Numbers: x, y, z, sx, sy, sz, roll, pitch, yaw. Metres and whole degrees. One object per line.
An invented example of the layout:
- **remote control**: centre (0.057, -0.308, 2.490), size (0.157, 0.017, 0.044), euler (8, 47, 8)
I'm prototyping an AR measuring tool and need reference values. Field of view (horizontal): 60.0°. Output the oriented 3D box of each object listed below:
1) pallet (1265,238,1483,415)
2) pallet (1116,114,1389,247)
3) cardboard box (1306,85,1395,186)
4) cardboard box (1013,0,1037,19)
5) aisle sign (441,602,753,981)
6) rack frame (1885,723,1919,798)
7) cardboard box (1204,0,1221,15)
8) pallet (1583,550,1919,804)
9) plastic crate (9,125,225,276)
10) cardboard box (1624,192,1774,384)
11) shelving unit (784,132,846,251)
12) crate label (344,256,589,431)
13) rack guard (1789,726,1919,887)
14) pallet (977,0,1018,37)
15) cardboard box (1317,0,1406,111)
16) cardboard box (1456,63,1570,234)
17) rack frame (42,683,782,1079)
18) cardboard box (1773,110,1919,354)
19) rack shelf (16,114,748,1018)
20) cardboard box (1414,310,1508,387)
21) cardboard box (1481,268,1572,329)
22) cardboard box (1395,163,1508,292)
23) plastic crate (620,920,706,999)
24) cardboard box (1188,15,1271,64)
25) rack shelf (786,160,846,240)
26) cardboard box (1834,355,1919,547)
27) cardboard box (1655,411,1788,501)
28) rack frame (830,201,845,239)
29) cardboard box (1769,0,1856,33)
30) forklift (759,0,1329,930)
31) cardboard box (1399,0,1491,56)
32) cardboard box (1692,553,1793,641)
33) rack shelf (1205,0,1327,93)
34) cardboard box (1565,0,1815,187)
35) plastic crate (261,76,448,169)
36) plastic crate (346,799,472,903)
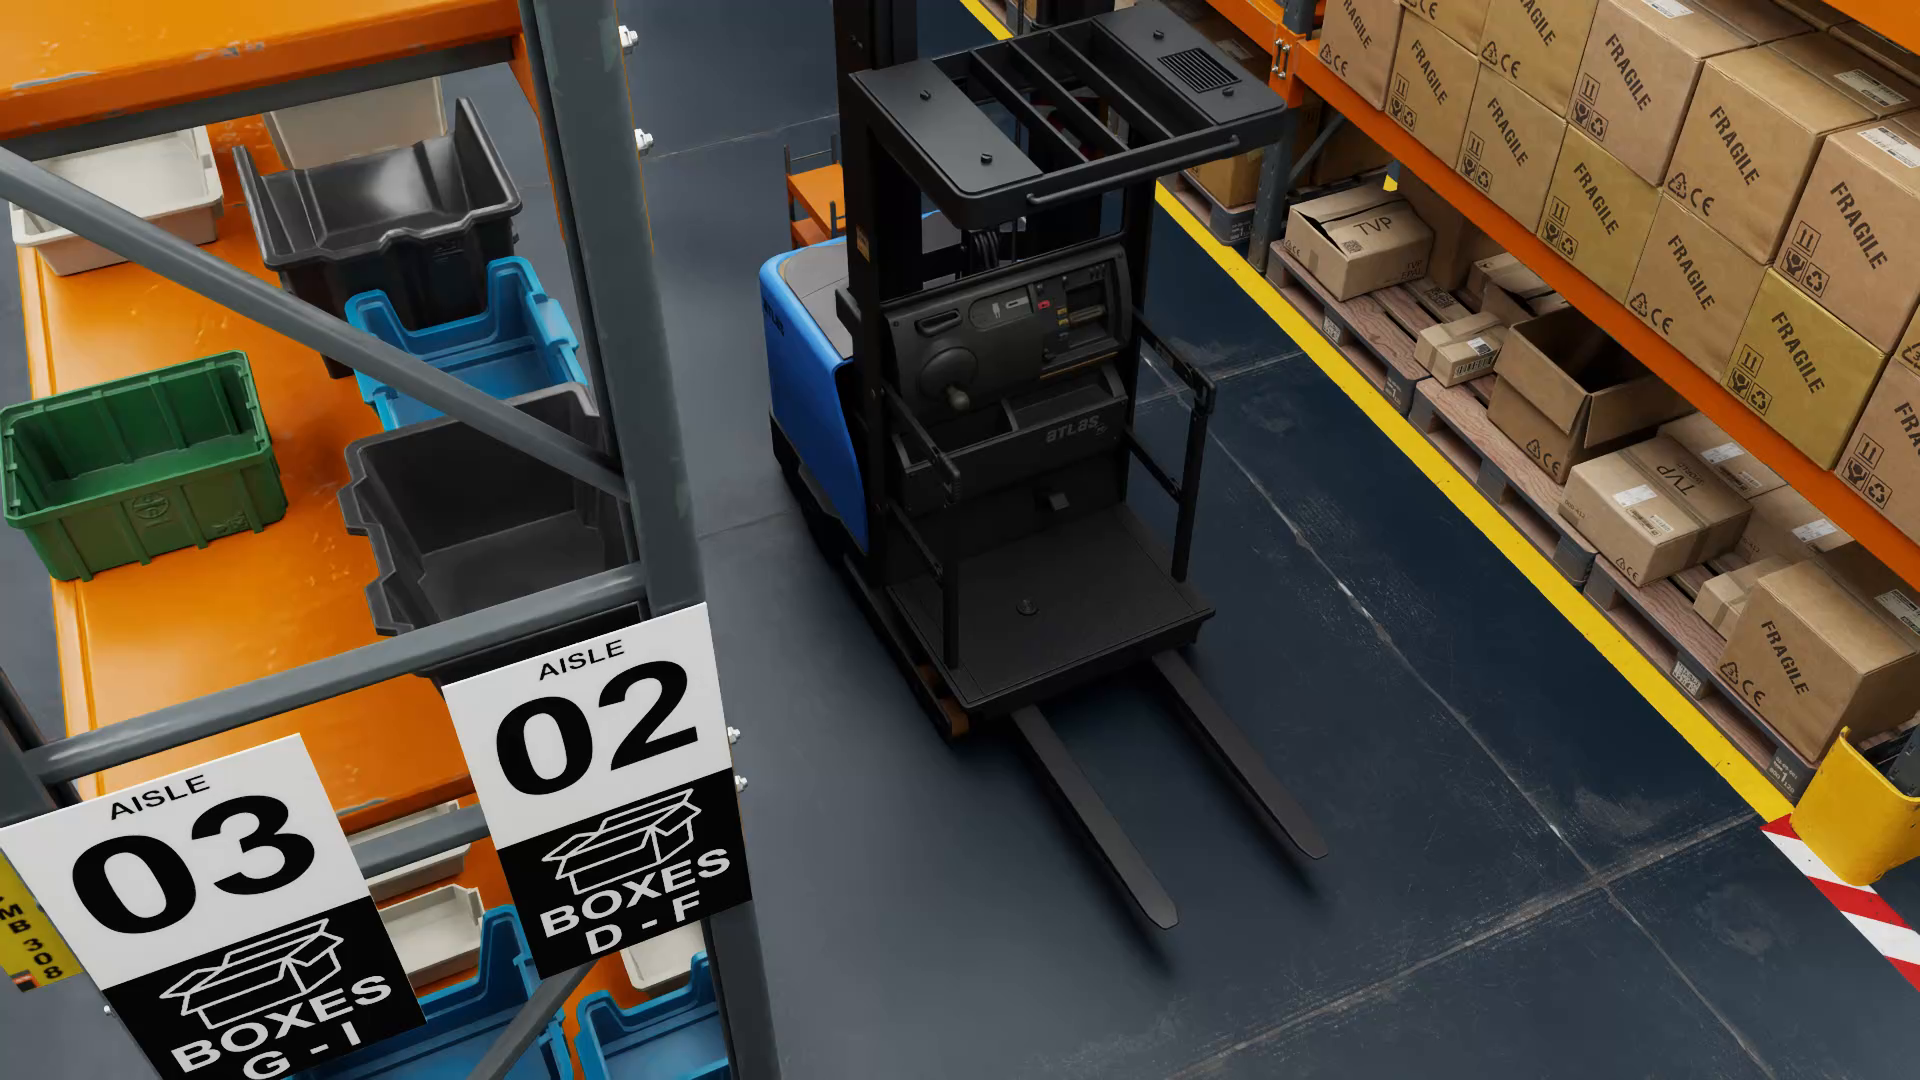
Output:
- **pallet**: centre (2.245, -1.180, 8.164), size (1.003, 0.211, 1.213), euler (-18, 47, -17)
- **pallet**: centre (1.581, -2.125, 9.122), size (1.003, 0.211, 1.213), euler (-18, 47, -17)
- **cardboard box**: centre (1.975, -2.257, 8.737), size (0.500, 0.500, 0.500), euler (-20, 48, -19)
- **cardboard box**: centre (0.639, -3.399, 9.894), size (0.500, 0.500, 0.500), euler (-19, 48, -18)
- **aisle sign**: centre (-0.557, 0.432, 2.694), size (0.394, 0.787, 0.004), euler (-18, 47, -17)
- **rack frame**: centre (3.639, -0.061, 5.045), size (1.000, 3.000, 0.127), euler (-18, 47, -17)
- **cardboard box**: centre (1.537, -2.915, 9.403), size (0.500, 0.500, 0.500), euler (-17, 47, -17)
- **pallet**: centre (3.271, 0.375, 6.588), size (1.003, 0.211, 1.213), euler (-18, 47, -17)
- **plastic crate**: centre (-1.951, -0.818, 3.864), size (0.437, 0.136, 0.530), euler (-18, 47, -17)
- **cardboard box**: centre (2.778, -0.951, 5.876), size (0.500, 0.500, 0.500), euler (-18, 47, -17)
- **shelving unit**: centre (-0.536, -1.145, 7.425), size (0.258, 1.200, 0.503), euler (-20, 48, -19)
- **crate label**: centre (-0.952, -0.299, 3.256), size (0.408, 0.251, 0.502), euler (-18, 47, -17)
- **rack guard**: centre (3.607, 0.780, 5.972), size (1.175, 0.500, 0.348), euler (-18, 47, -17)
- **pallet**: centre (0.555, -3.680, 10.698), size (1.003, 0.211, 1.213), euler (-18, 47, -17)
- **cardboard box**: centre (1.924, -2.241, 7.183), size (0.500, 0.500, 0.500), euler (-17, 47, -16)
- **cardboard box**: centre (2.351, -1.596, 6.529), size (0.500, 0.500, 0.500), euler (-18, 47, -18)
- **rack frame**: centre (-0.857, 1.399, 3.565), size (1.000, 3.000, 0.127), euler (-18, 47, -17)
- **cardboard box**: centre (2.989, -0.977, 5.190), size (0.500, 0.500, 0.500), euler (-17, 47, -16)
- **rack shelf**: centre (-1.698, -0.687, 4.056), size (1.077, 0.370, 4.000), euler (-18, 47, -17)
- **cardboard box**: centre (2.310, -0.879, 7.578), size (0.380, 0.166, 0.250), euler (-18, 47, -17)
- **cardboard box**: centre (2.769, -1.052, 7.651), size (0.500, 0.311, 0.500), euler (-18, 47, -17)
- **cardboard box**: centre (2.454, -1.598, 8.069), size (0.500, 0.500, 0.500), euler (-18, 47, -17)
- **plastic crate**: centre (-0.722, 0.988, 4.127), size (0.250, 0.136, 0.298), euler (-18, 47, -17)
- **cardboard box**: centre (1.289, -2.424, 8.907), size (0.500, 0.500, 0.500), euler (-18, 47, -17)
- **rack shelf**: centre (-0.536, -1.425, 7.149), size (0.258, 0.148, 0.480), euler (-20, 48, -19)
- **cardboard box**: centre (3.204, -0.302, 5.218), size (0.500, 0.500, 0.500), euler (-17, 47, -16)
- **cardboard box**: centre (3.247, -0.307, 6.938), size (0.500, 0.250, 0.500), euler (-18, 47, -17)
- **rack frame**: centre (-0.425, -0.993, 7.270), size (0.240, 1.200, 0.015), euler (-20, 48, -19)
- **cardboard box**: centre (3.045, -1.788, 6.012), size (0.500, 0.500, 0.500), euler (-18, 48, -18)
- **forklift**: centre (0.286, -0.650, 5.690), size (1.130, 2.935, 3.031), euler (-20, 48, -19)
- **cardboard box**: centre (2.117, -2.290, 6.521), size (0.500, 0.500, 0.500), euler (-19, 48, -19)
- **cardboard box**: centre (3.098, 0.232, 6.452), size (0.380, 0.166, 0.250), euler (-18, 47, -17)
- **rack shelf**: centre (1.116, -3.629, 9.173), size (1.077, 0.370, 4.000), euler (-18, 47, -17)
- **cardboard box**: centre (2.551, -1.633, 5.855), size (0.500, 0.500, 0.500), euler (-17, 47, -16)
- **plastic crate**: centre (-1.509, -1.130, 4.077), size (0.437, 0.282, 0.530), euler (-18, 47, -17)
- **plastic crate**: centre (-1.473, 0.817, 4.301), size (0.396, 0.136, 0.243), euler (-18, 47, -17)
